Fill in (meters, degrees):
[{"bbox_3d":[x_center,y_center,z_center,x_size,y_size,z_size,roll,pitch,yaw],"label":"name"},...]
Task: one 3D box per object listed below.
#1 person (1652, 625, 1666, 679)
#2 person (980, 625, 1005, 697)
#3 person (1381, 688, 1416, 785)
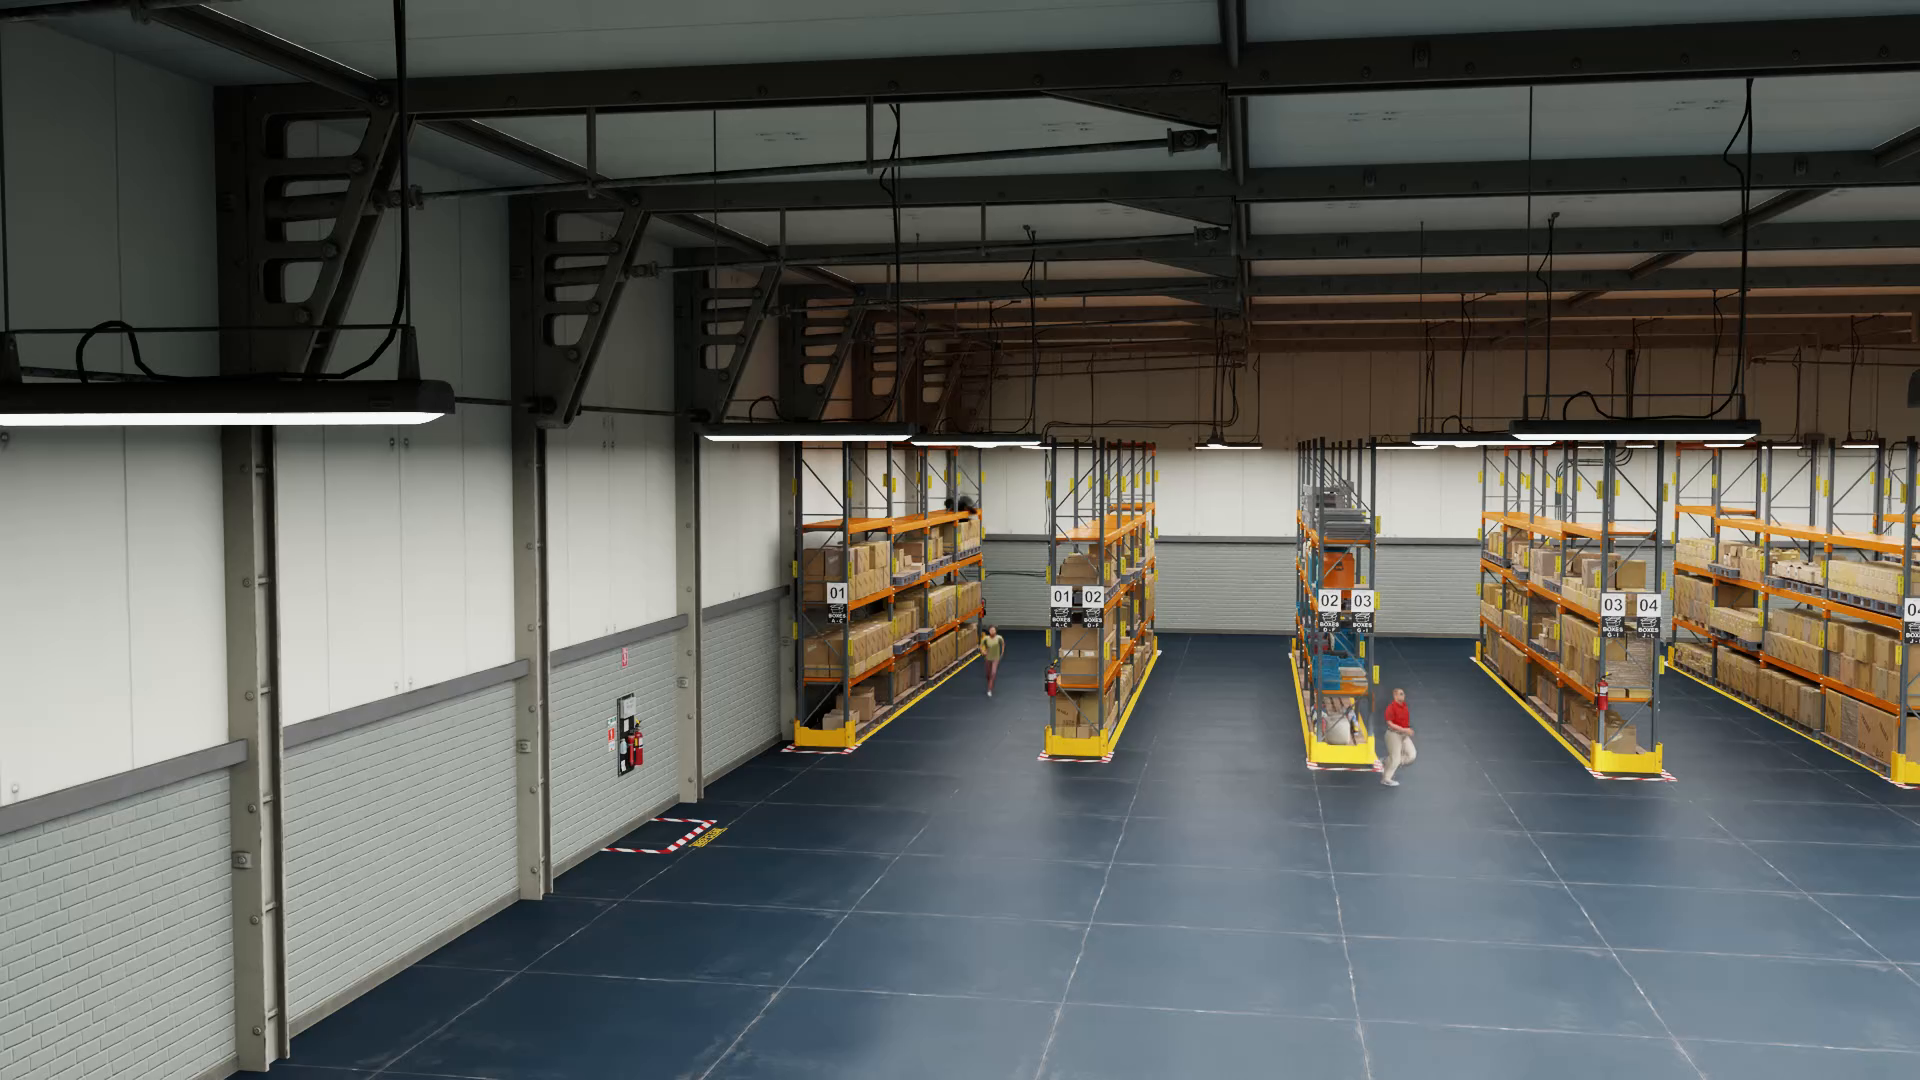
[{"bbox_3d":[17.243,2.658,41.446,0.646,1.743,0.645,0,3,6],"label":"person"},{"bbox_3d":[0.762,2.829,39.269,0.603,1.658,0.906,0,3,2],"label":"person"},{"bbox_3d":[7.535,3.371,28.443,0.674,1.671,0.662,-3,4,-42],"label":"person"}]
